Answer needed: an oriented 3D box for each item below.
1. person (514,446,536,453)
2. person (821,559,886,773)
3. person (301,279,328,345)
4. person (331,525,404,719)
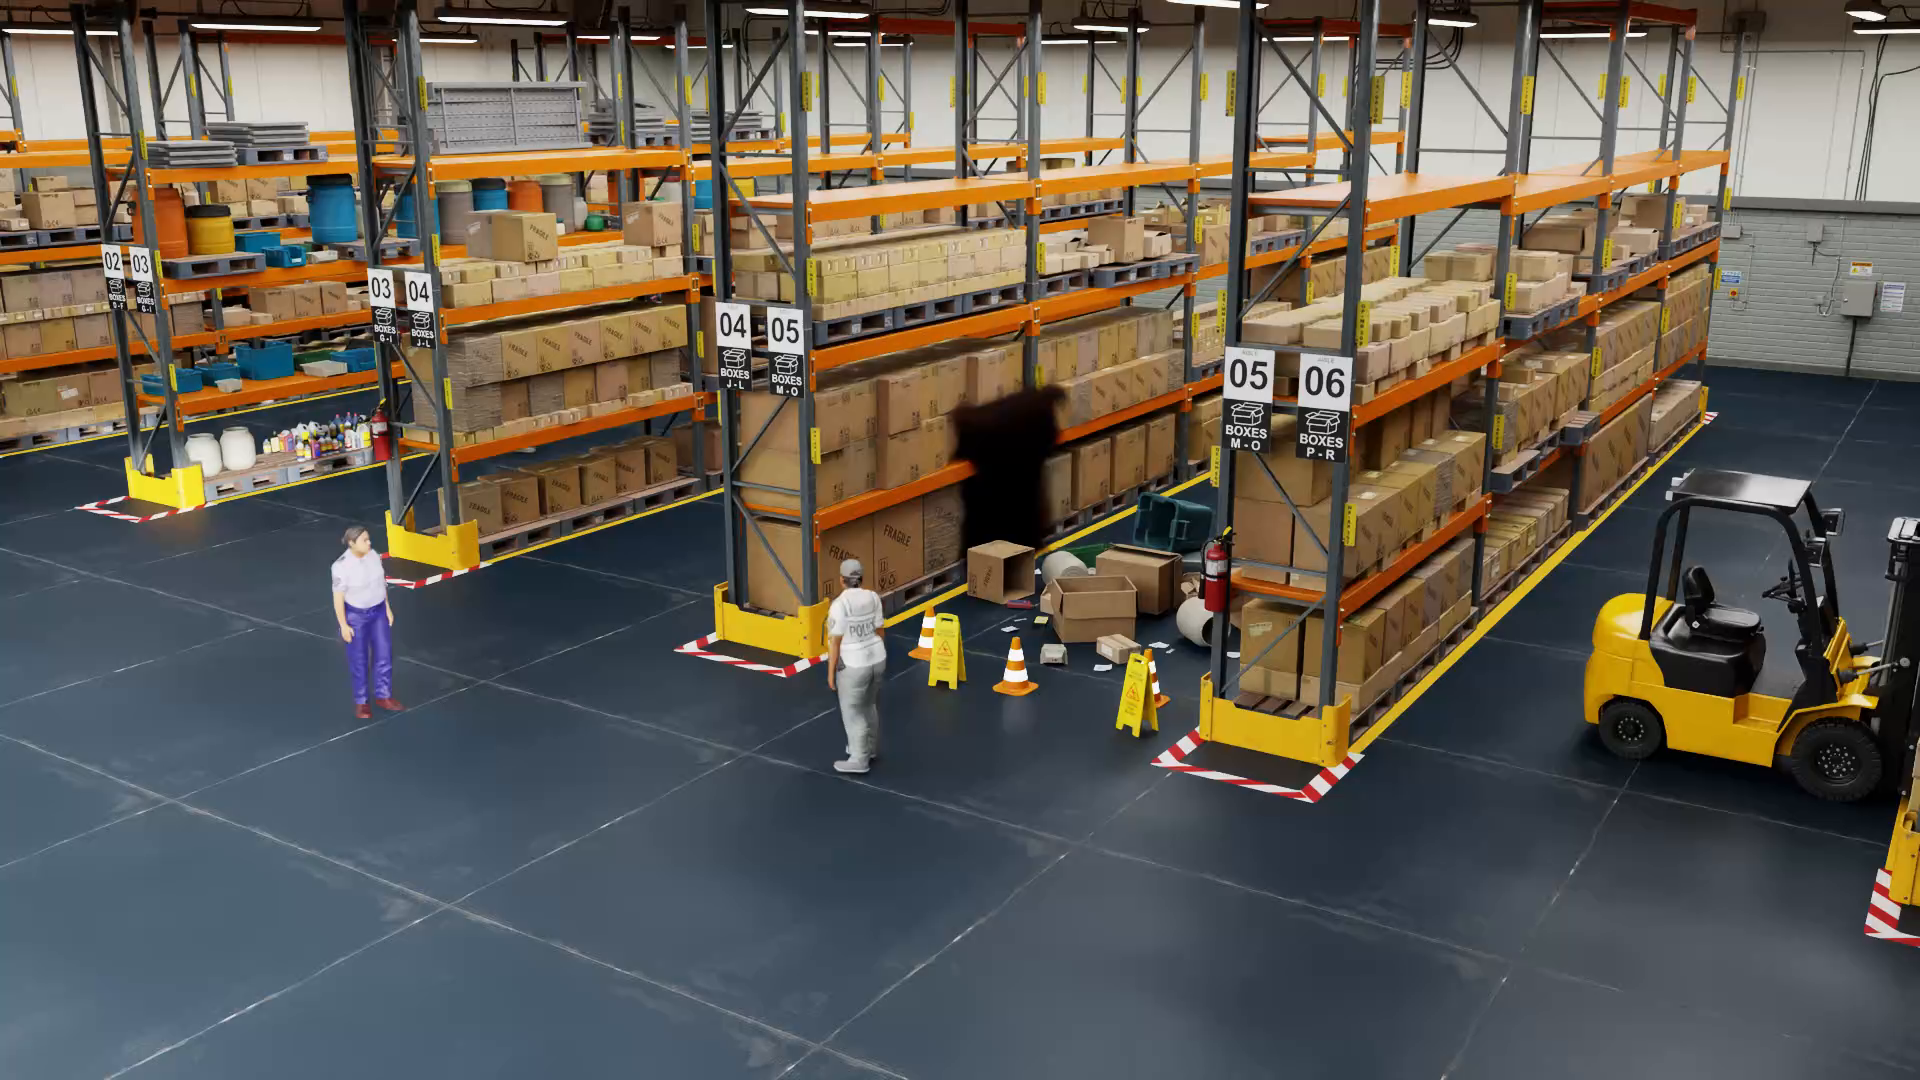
[{"bbox_3d":[-6.243,-2.125,23.580,0.454,1.754,0.561,5,16,17],"label":"person"},{"bbox_3d":[-0.812,0.956,12.704,0.472,1.669,0.553,9,18,29],"label":"person"},{"bbox_3d":[-11.715,-3.865,30.096,0.345,1.699,0.461,8,18,28],"label":"person"},{"bbox_3d":[-4.963,0.658,13.815,0.395,1.656,0.504,10,18,31],"label":"person"}]
